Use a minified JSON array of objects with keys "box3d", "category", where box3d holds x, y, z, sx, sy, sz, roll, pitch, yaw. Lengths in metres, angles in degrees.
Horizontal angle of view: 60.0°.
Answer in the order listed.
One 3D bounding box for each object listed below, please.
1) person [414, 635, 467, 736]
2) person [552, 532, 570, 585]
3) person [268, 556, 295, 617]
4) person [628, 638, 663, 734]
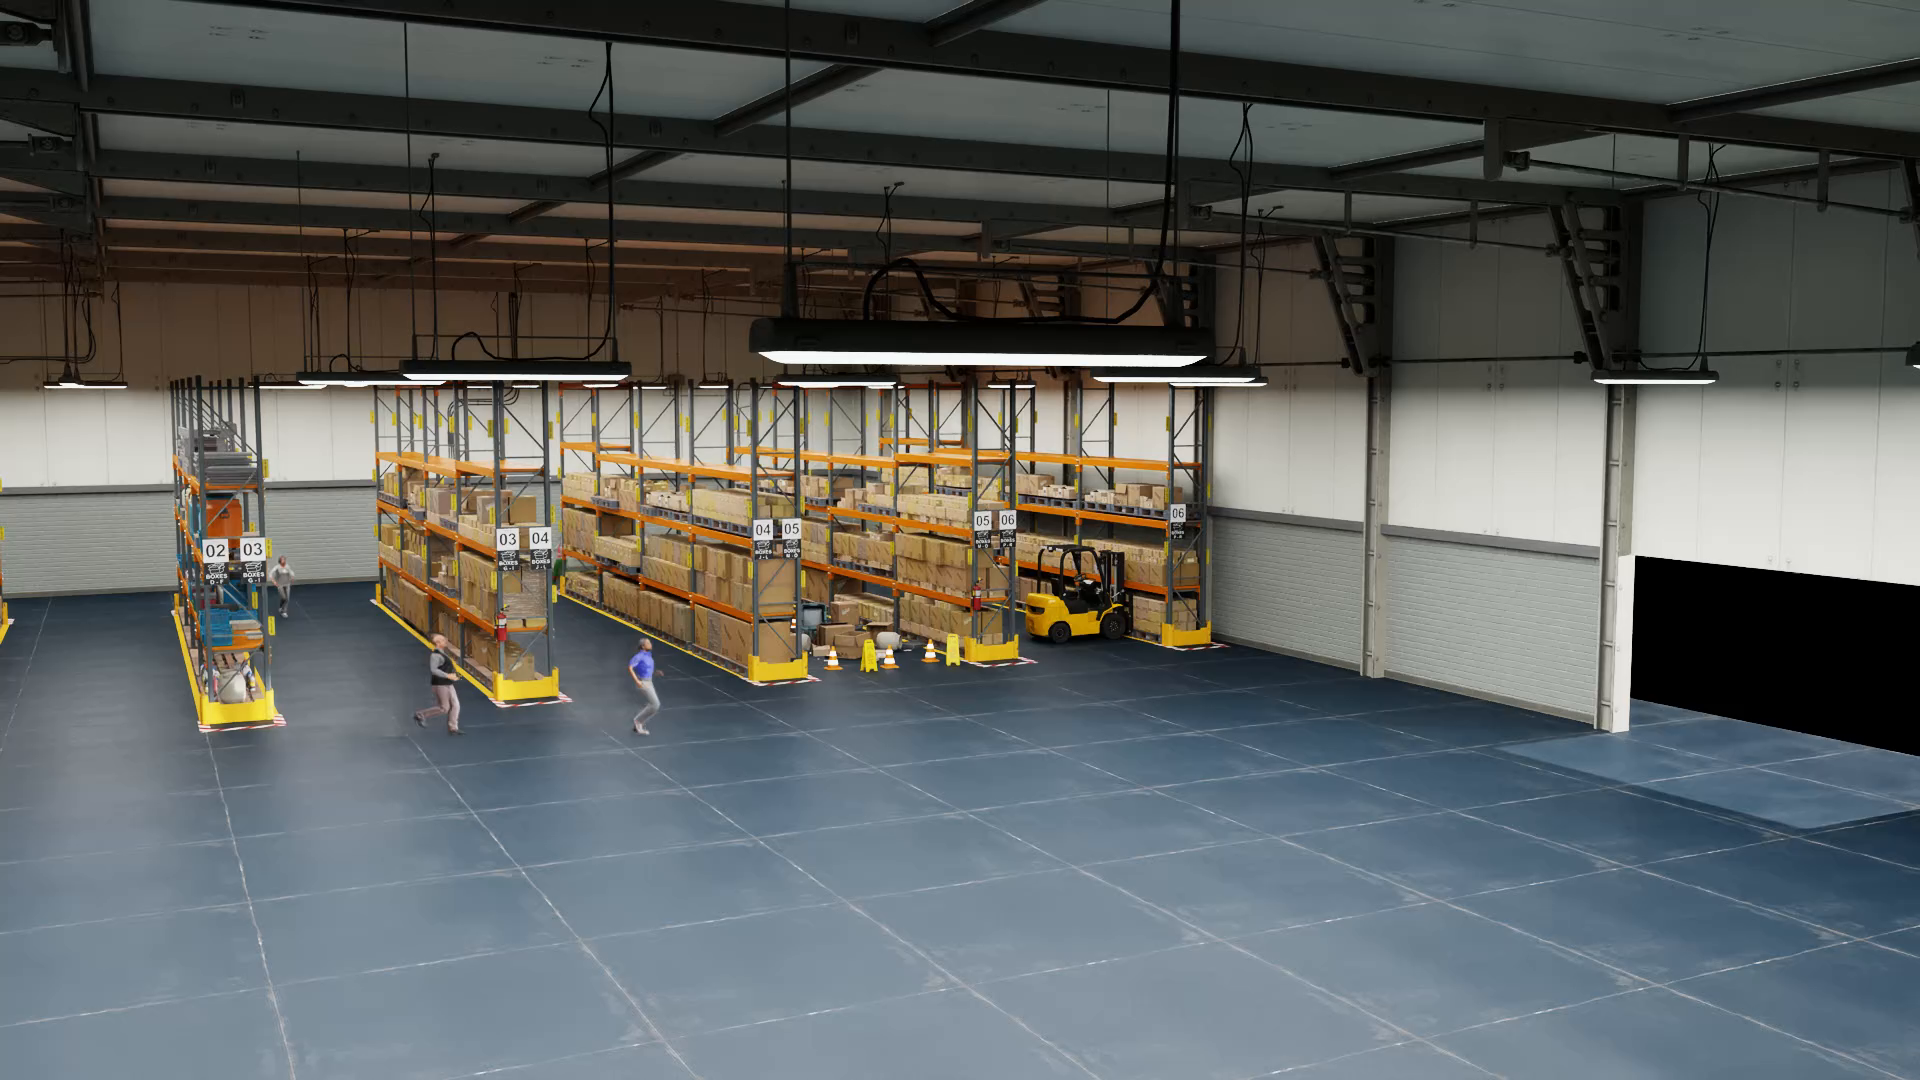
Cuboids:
[{"box3d":[-8.657,2.425,27.673,0.831,1.704,0.670,0,5,-4],"category":"person"},{"box3d":[-11.679,0.516,48.504,0.963,1.729,0.723,-1,5,-7],"category":"person"},{"box3d":[-17.223,1.195,42.347,0.604,1.576,0.552,-5,7,-44],"category":"person"},{"box3d":[-5.226,2.436,27.748,0.536,1.621,0.628,1,5,7],"category":"person"}]
